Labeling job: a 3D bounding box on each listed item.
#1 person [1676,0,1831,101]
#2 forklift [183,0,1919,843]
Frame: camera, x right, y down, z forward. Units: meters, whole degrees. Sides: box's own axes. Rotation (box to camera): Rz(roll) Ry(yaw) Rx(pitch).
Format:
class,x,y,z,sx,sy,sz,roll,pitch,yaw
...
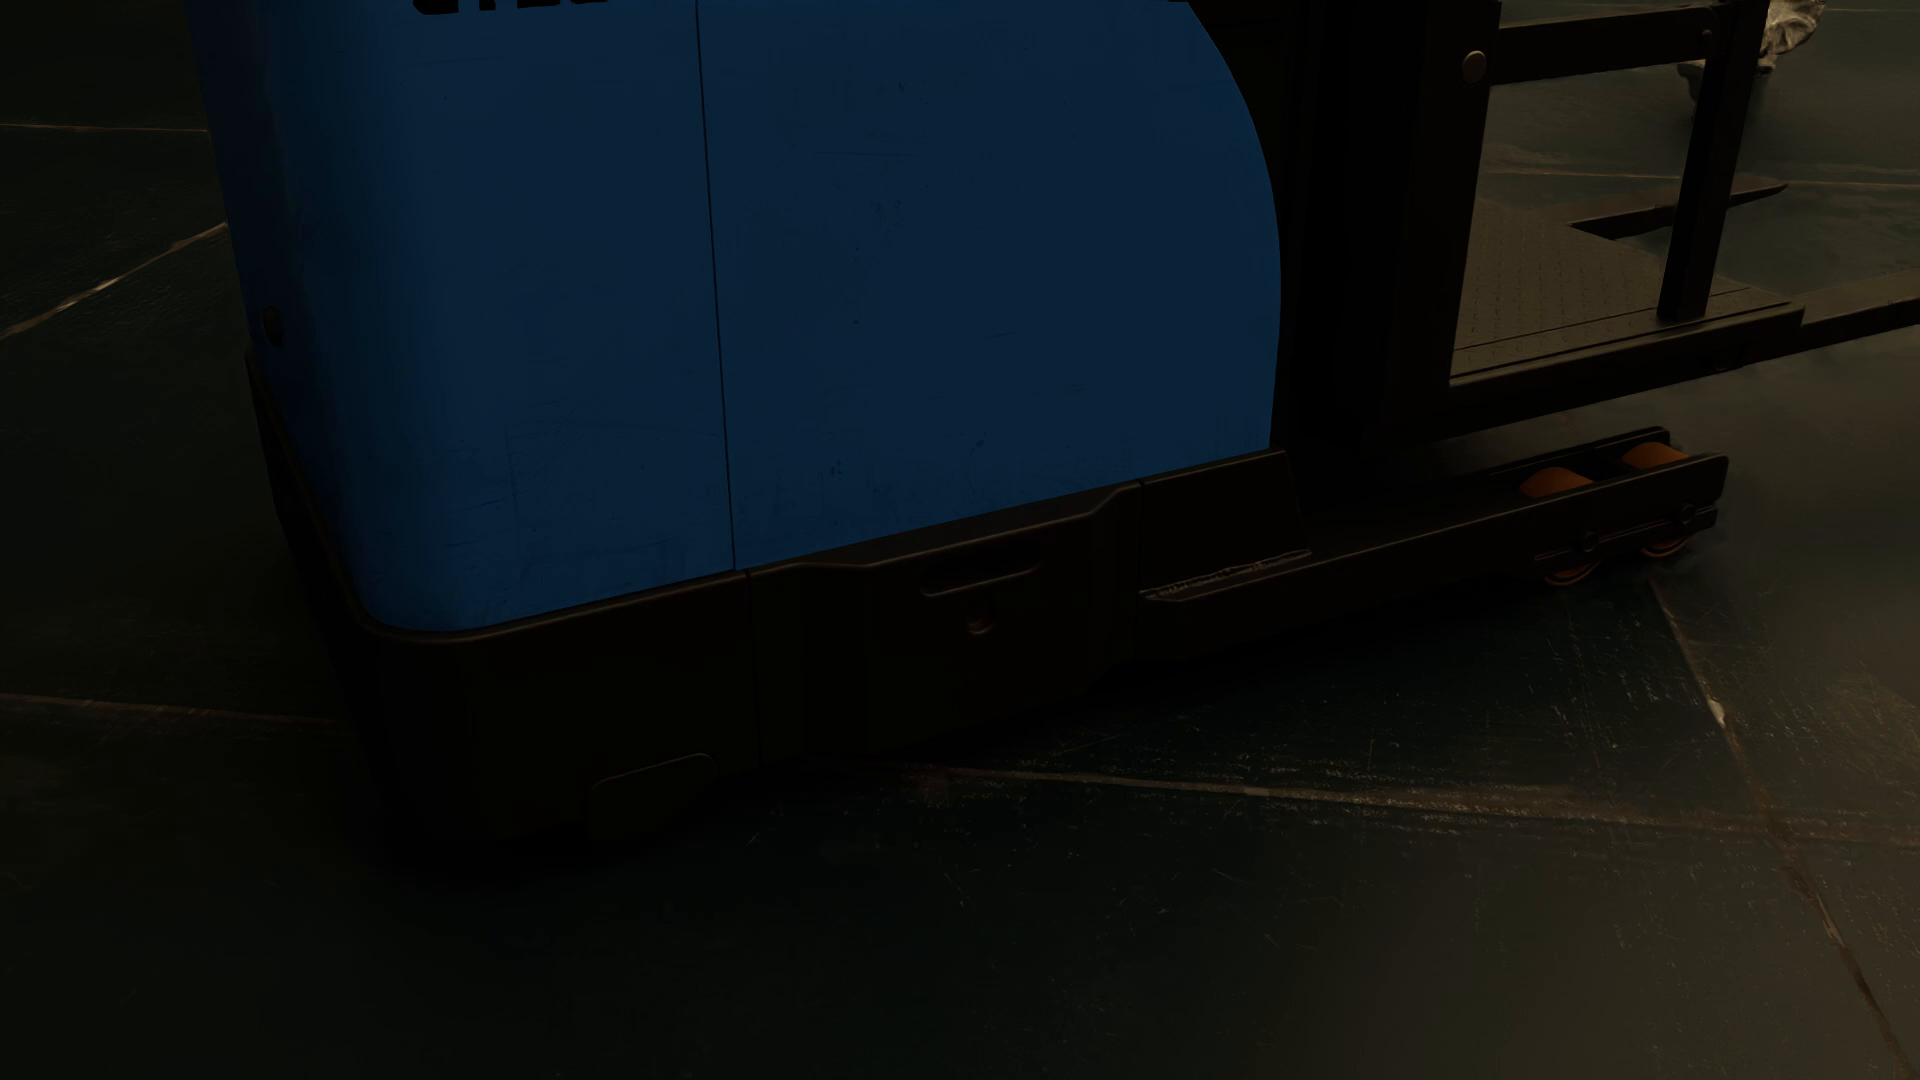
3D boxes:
class,x,y,z,sx,sy,sz,roll,pitch,yaw
person,2.299,-2.092,5.044,0.857,1.493,0.993,11,28,20
forklift,0.539,-1.440,2.103,3.031,2.935,1.130,-13,29,-25
